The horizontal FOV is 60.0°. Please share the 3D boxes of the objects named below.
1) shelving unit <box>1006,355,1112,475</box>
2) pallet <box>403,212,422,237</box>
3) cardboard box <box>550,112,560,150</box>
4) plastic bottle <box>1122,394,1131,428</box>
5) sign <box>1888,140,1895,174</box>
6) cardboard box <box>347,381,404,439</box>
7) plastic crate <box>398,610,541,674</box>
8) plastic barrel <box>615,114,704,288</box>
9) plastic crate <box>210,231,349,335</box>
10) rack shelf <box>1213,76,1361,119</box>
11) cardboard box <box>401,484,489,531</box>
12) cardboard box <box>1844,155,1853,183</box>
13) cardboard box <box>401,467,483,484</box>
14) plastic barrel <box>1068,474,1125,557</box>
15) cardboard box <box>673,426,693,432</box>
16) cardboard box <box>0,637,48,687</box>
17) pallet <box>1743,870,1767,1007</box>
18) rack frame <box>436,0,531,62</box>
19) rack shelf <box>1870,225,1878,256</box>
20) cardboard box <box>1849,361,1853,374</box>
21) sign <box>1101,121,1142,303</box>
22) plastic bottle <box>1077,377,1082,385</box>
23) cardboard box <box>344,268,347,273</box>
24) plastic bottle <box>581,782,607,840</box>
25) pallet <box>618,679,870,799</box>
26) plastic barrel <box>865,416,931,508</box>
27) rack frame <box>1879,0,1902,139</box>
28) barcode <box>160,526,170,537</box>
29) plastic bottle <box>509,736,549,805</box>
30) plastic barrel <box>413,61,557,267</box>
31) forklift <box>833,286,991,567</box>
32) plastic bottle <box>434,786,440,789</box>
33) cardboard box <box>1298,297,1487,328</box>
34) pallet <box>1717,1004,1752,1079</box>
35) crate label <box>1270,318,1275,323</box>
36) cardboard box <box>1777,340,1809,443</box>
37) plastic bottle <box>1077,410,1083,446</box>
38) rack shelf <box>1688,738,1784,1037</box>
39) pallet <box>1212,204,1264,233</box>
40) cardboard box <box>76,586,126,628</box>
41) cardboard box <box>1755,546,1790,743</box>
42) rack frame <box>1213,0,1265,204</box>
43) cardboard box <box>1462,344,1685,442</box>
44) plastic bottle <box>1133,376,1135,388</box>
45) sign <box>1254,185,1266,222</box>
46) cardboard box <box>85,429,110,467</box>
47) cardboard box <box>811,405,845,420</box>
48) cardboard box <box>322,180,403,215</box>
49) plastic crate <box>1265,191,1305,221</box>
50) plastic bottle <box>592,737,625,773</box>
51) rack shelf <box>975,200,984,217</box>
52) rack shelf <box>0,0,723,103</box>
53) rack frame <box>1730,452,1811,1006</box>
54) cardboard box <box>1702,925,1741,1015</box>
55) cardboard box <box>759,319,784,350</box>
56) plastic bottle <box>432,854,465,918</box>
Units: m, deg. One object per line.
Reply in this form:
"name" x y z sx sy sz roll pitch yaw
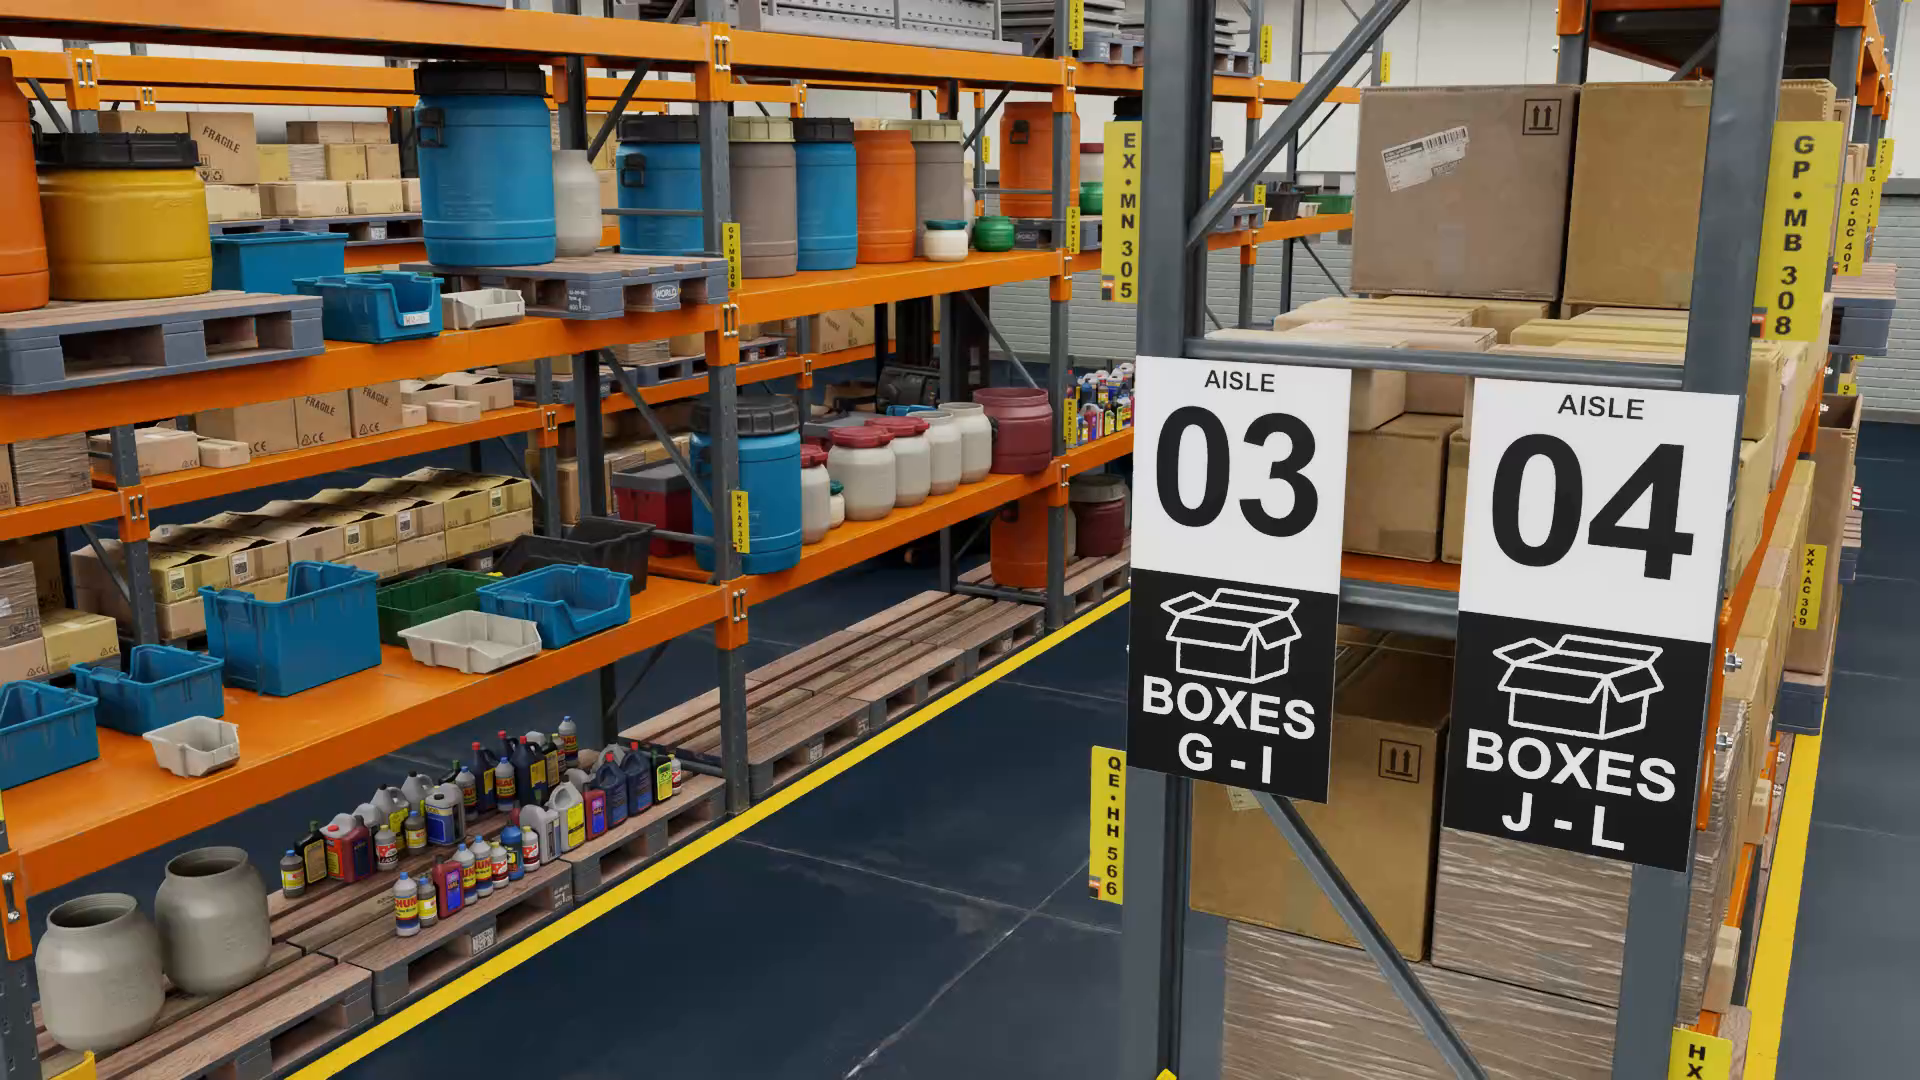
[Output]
"shelving unit" 0.960 -0.972 16.080 0.538 1.500 1.048 11 17 37
"pallet" -4.269 -2.624 13.738 1.213 0.211 1.003 8 16 31
"cardboard box" -3.803 -3.489 14.575 0.500 0.500 0.500 7 15 28
"plastic bottle" 1.334 -1.045 13.460 0.097 0.271 0.097 0 14 0
"sign" 8.987 -3.711 16.124 0.100 0.325 0.005 7 15 28
"cardboard box" -4.816 -1.110 13.240 0.500 0.500 0.500 6 15 25
"plastic crate" -2.182 0.465 7.482 0.530 0.136 0.437 7 15 28
"plastic barrel" -1.563 -1.855 9.077 0.600 0.901 0.708 7 15 28
"plastic crate" -2.894 -1.080 6.963 0.392 0.384 0.575 7 15 28
"rack shelf" 3.216 -4.449 16.890 1.077 0.370 4.000 7 15 28
"cardboard box" -4.302 -0.305 13.888 0.500 0.311 0.500 7 15 27
"cardboard box" 3.486 -1.455 7.367 0.797 0.503 0.637 8 16 30
"cardboard box" -4.529 -0.473 14.587 0.500 0.311 0.500 8 16 30
"plastic barrel" 1.083 -0.211 13.975 0.600 0.588 0.708 7 15 28
"cardboard box" -2.562 -0.890 16.935 0.500 0.500 0.500 8 16 29
"cardboard box" -6.236 0.767 10.638 0.500 0.250 0.500 7 15 28
"pallet" 3.092 1.732 7.614 1.003 0.211 1.213 7 15 28
"rack frame" -4.019 -4.324 13.984 1.000 3.000 0.127 7 15 28
"rack shelf" 7.552 -2.624 14.867 1.077 0.370 4.000 7 15 28
"cardboard box" 7.040 -1.610 13.615 0.500 0.500 0.500 7 15 28
"sign" 0.308 -0.598 3.043 0.100 0.325 0.005 7 15 28
"plastic bottle" 1.005 -1.273 14.406 0.097 0.271 0.097 0 14 0
"cardboard box" -7.173 -2.918 18.463 0.500 0.250 0.500 7 15 27
"plastic bottle" -1.812 1.324 8.214 0.061 0.283 0.133 9 16 32
"pallet" -1.273 1.165 9.965 1.003 0.211 1.213 7 15 28
"plastic barrel" -0.400 -0.501 10.640 0.433 0.535 0.433 0 14 0
"rack frame" 8.518 -4.842 16.133 1.000 3.000 0.127 7 15 28
"barcode" -5.465 -0.057 11.433 0.001 0.075 0.075 7 15 28
"plastic bottle" -2.246 1.184 8.651 0.144 0.351 0.185 7 15 28
"plastic barrel" -2.193 -1.739 7.696 0.600 0.901 0.708 7 15 28
"forklift" -0.535 -1.327 14.499 3.031 2.935 1.130 -13 19 -42
"plastic bottle" -2.620 1.335 8.346 0.097 0.201 0.097 0 14 0
"cardboard box" 1.010 -0.477 3.898 0.380 0.149 0.250 7 15 28
"pallet" 2.424 2.034 6.363 1.003 0.211 1.213 7 15 28
"crate label" 3.775 -2.421 19.121 0.416 0.233 0.303 7 15 28
"cardboard box" 1.977 -0.413 4.482 0.500 0.250 0.500 8 16 30
"plastic bottle" 0.887 -0.856 12.673 0.097 0.271 0.097 0 14 0
"rack shelf" 1.751 1.297 5.007 1.077 0.370 4.000 7 15 28
"pallet" 1.956 -2.860 14.718 1.213 0.211 1.003 7 15 28
"cardboard box" -6.006 0.428 12.045 0.500 0.250 0.500 7 15 27
"cardboard box" 2.013 0.288 4.673 0.500 0.500 0.500 7 15 28
"rack frame" 2.249 -4.582 15.057 1.000 3.000 0.127 7 15 28
"cardboard box" 1.119 -0.252 2.965 0.380 0.149 0.250 7 15 28
"plastic bottle" 1.633 -1.432 15.214 0.097 0.201 0.097 0 14 0
"sign" 2.730 -3.066 15.147 0.100 0.325 0.005 7 15 28
"cardboard box" -8.660 -0.813 16.616 0.700 0.500 0.500 8 16 29
"cardboard box" -1.696 -1.438 19.611 0.500 0.311 0.500 7 15 28
"cardboard box" -4.713 -2.672 12.955 0.500 0.250 0.500 7 15 27
"plastic crate" 3.089 -3.284 16.352 0.497 0.269 0.590 7 15 28
"plastic bottle" -1.804 1.198 8.595 0.144 0.351 0.185 7 15 28
"rack shelf" -1.118 -3.747 19.526 1.077 0.370 4.000 7 15 28
"rack shelf" -2.585 -1.987 6.678 1.077 0.370 4.000 7 15 28
"rack frame" 2.717 0.537 6.624 1.000 3.000 0.127 7 15 28
"cardboard box" 1.940 1.151 4.611 0.380 0.149 0.250 7 15 28
"cardboard box" -2.068 -2.408 18.625 0.500 0.500 0.500 8 16 29
"plastic bottle" -2.277 1.522 7.395 0.061 0.283 0.133 8 16 29
